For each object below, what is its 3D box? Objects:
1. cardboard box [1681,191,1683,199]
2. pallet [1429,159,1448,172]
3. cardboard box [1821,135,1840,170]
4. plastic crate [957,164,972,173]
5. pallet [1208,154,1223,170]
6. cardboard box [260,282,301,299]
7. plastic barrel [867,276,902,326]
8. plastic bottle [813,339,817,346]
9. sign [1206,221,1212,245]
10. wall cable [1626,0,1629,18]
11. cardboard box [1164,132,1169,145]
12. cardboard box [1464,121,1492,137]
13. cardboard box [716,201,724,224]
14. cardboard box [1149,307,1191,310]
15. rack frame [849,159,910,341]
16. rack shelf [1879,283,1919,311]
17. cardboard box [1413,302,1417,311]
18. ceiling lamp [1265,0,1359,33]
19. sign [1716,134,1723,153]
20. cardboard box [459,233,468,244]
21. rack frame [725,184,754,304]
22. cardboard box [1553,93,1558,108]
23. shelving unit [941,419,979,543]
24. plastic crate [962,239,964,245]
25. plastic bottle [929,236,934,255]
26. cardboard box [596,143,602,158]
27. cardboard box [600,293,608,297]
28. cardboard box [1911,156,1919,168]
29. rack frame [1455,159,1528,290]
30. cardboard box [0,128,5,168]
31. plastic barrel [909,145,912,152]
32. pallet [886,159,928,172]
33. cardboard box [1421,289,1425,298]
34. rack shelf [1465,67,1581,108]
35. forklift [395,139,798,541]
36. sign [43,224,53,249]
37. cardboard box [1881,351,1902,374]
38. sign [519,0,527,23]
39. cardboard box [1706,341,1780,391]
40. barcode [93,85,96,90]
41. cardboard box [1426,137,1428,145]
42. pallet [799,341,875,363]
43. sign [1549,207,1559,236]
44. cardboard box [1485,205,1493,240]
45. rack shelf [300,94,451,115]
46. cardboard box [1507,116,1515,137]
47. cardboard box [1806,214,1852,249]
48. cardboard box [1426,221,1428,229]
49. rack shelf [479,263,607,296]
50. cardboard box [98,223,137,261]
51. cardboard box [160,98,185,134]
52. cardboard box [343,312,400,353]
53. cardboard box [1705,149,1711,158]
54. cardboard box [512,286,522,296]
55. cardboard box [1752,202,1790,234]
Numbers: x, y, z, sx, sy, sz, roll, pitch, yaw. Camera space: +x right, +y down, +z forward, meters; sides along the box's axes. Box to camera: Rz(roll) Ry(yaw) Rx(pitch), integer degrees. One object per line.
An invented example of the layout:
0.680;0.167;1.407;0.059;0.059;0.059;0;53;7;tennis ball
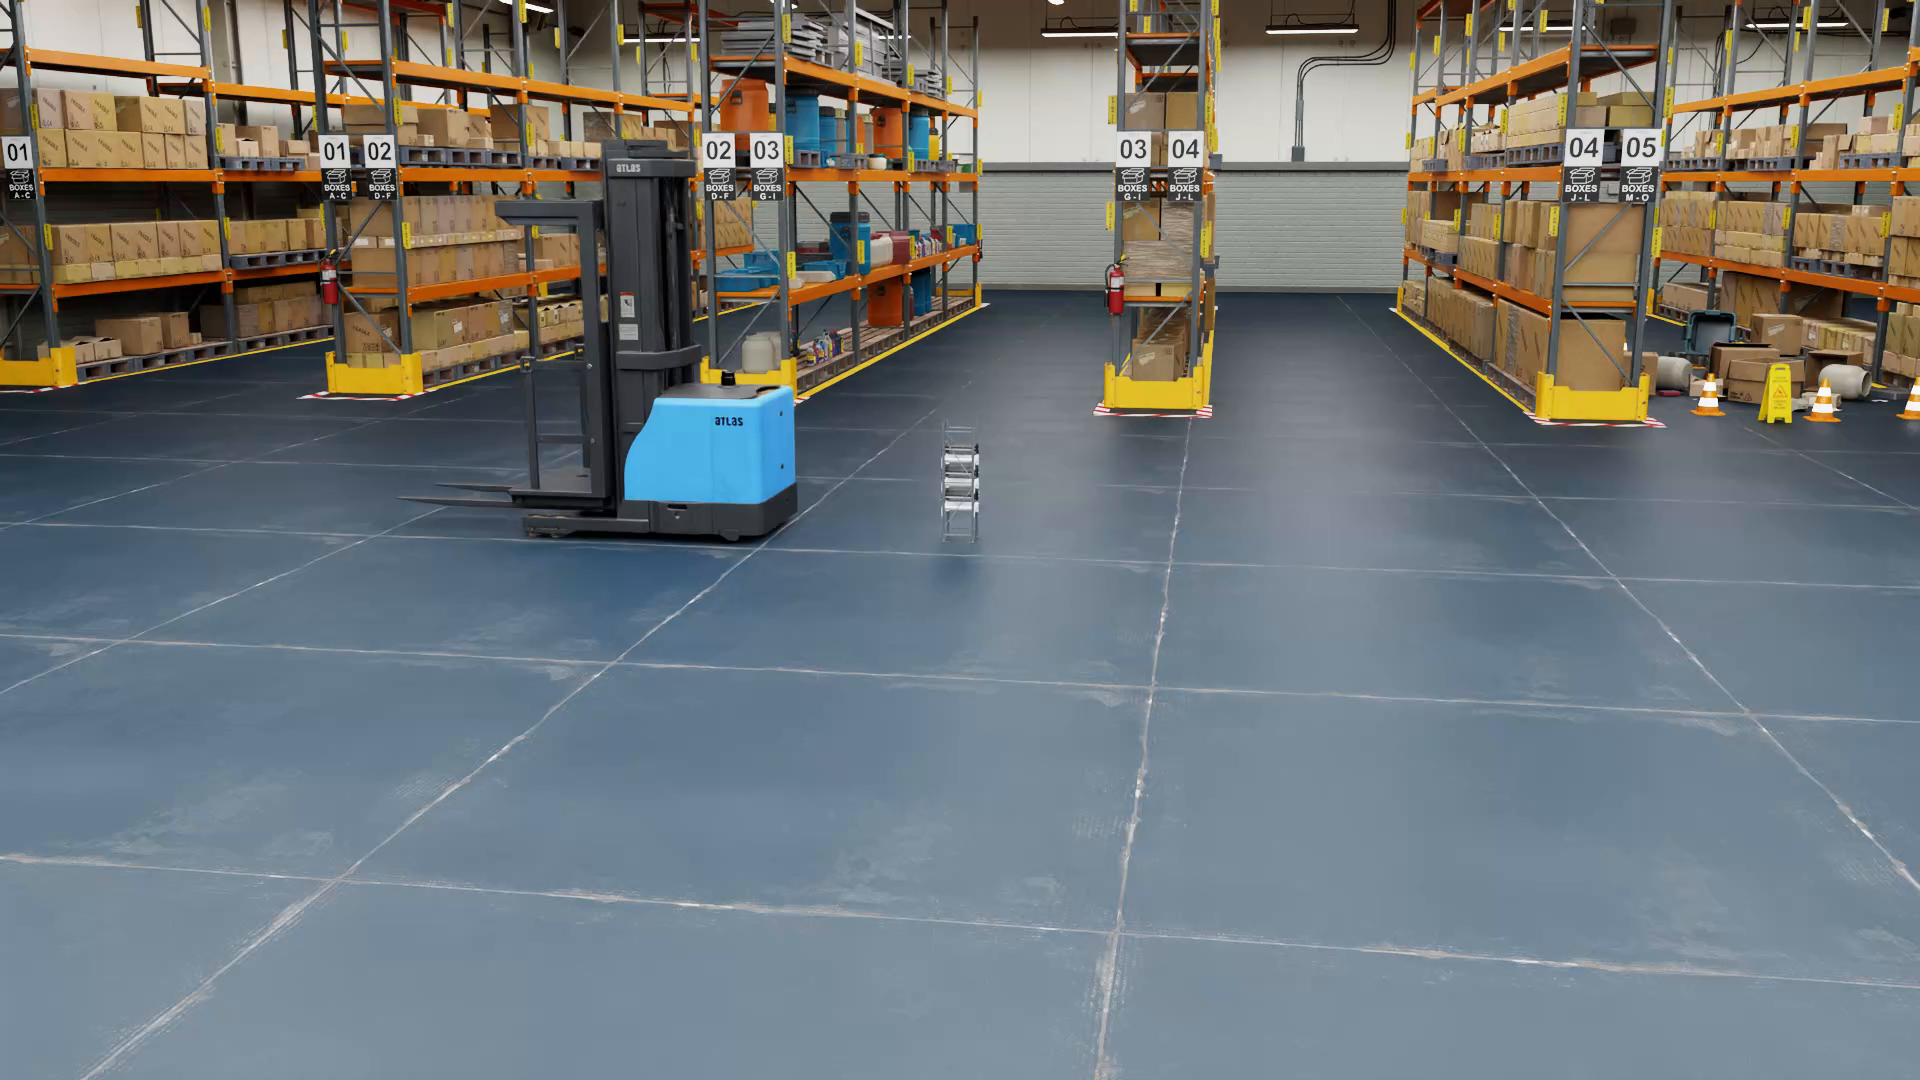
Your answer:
14.098;-6.630;31.986;0.380;0.149;0.250;2;12;9;cardboard box
8.682;-6.399;28.392;1.213;0.211;1.003;2;12;9;pallet
13.175;-5.712;24.520;0.700;0.500;0.500;2;12;9;cardboard box
0.005;-7.689;34.433;0.450;0.188;0.336;2;12;9;plastic crate
3.123;-5.382;23.671;1.213;0.211;1.003;2;12;9;pallet
-11.428;-4.181;27.881;0.500;0.250;0.500;2;12;8;cardboard box
-1.297;-4.122;28.655;0.600;0.830;0.708;2;12;9;plastic barrel
-1.999;-2.649;23.068;0.061;0.283;0.133;2;12;9;plastic bottle
3.460;-4.289;23.222;0.100;0.325;0.005;2;12;9;sign
14.121;-13.444;37.853;2.355;3.000;0.029;2;12;9;wall cable
2.579;-4.687;19.412;0.380;0.149;0.250;2;12;8;cardboard box
8.229;-6.515;26.430;0.396;0.266;0.258;2;12;9;cardboard box
-5.126;-6.710;33.899;0.500;0.500;0.500;2;12;7;cardboard box
3.302;-3.334;25.731;0.700;0.500;0.500;3;13;13;cardboard box
-1.356;-4.875;27.995;1.000;3.000;0.127;2;12;9;rack frame
12.407;-2.793;20.041;1.077;0.370;4.000;2;12;9;rack shelf
8.922;-4.485;31.957;0.380;0.149;0.250;2;12;9;cardboard box
7.687;-12.643;35.943;2.000;3.185;0.800;2;12;9;ceiling lamp
13.397;-7.002;29.328;0.100;0.325;0.005;2;12;9;sign
-6.970;-4.132;22.769;0.380;0.149;0.250;2;12;9;cardboard box
-5.019;-6.702;36.471;1.000;3.000;0.127;2;12;9;rack frame
6.950;-4.988;18.869;0.380;0.149;0.250;2;12;9;cardboard box
0.001;-0.442;12.406;0.258;0.900;0.210;2;12;9;shelving unit
-0.131;-6.206;34.651;0.396;0.136;0.243;2;12;9;plastic crate
-0.559;-5.482;30.927;0.144;0.351;0.185;2;12;9;plastic bottle
-6.264;-6.539;27.952;0.500;0.250;0.500;1;12;4;cardboard box
-6.087;-4.055;28.387;0.500;0.311;0.500;2;12;10;cardboard box
12.327;-4.795;21.099;0.380;0.149;0.250;2;12;9;cardboard box
8.424;-4.533;26.407;1.000;3.000;0.127;2;12;9;rack frame
-12.561;-5.151;21.870;0.500;0.500;0.500;3;12;13;cardboard box
-0.966;-6.684;28.640;0.294;0.245;0.294;0;12;0;plastic barrel
-1.142;-6.405;28.423;1.003;0.211;1.213;2;12;9;pallet
8.836;-4.605;31.100;0.380;0.149;0.250;2;12;9;cardboard box
8.116;-6.502;23.961;1.077;0.370;4.000;2;12;9;rack shelf
-2.855;-1.555;12.752;3.031;2.935;1.130;2;12;10;forklift
-11.839;-3.937;21.585;0.100;0.325;0.005;2;12;9;sign
12.358;-2.308;21.613;0.500;0.250;0.500;1;12;6;cardboard box
-6.320;-7.647;24.026;0.100;0.325;0.005;2;12;9;sign
10.004;-2.217;21.264;0.797;0.637;0.503;2;12;9;cardboard box
-12.399;-6.483;23.827;0.001;0.075;0.075;2;12;9;barcode
8.969;-7.489;31.228;0.380;0.149;0.250;1;12;6;cardboard box
-1.889;-2.844;25.190;1.003;0.211;1.213;2;12;9;pallet
6.659;-3.570;18.628;0.100;0.325;0.005;2;12;9;sign
8.113;-4.659;24.381;0.700;0.500;0.500;2;12;8;cardboard box
-10.837;-7.998;30.903;1.077;0.370;4.000;2;12;9;rack shelf
7.457;-5.400;21.727;0.500;0.250;0.500;2;12;9;cardboard box
12.959;-4.598;24.770;0.500;0.500;0.500;3;12;12;cardboard box
8.445;-5.560;29.362;0.380;0.149;0.250;2;12;9;cardboard box
-6.557;-4.269;26.888;1.077;0.370;4.000;2;12;9;rack shelf
-11.833;-4.134;23.082;0.500;0.500;0.500;1;12;7;cardboard box
-11.644;-6.149;24.129;0.500;0.500;0.500;3;12;12;cardboard box
-7.692;-2.720;21.745;0.500;0.500;0.500;2;12;9;cardboard box
13.768;-7.022;30.200;0.380;0.149;0.250;2;12;10;cardboard box
-10.000;-5.592;36.257;0.700;0.500;0.500;2;12;8;cardboard box
13.305;-5.258;27.159;0.500;0.500;0.500;2;12;9;cardboard box
